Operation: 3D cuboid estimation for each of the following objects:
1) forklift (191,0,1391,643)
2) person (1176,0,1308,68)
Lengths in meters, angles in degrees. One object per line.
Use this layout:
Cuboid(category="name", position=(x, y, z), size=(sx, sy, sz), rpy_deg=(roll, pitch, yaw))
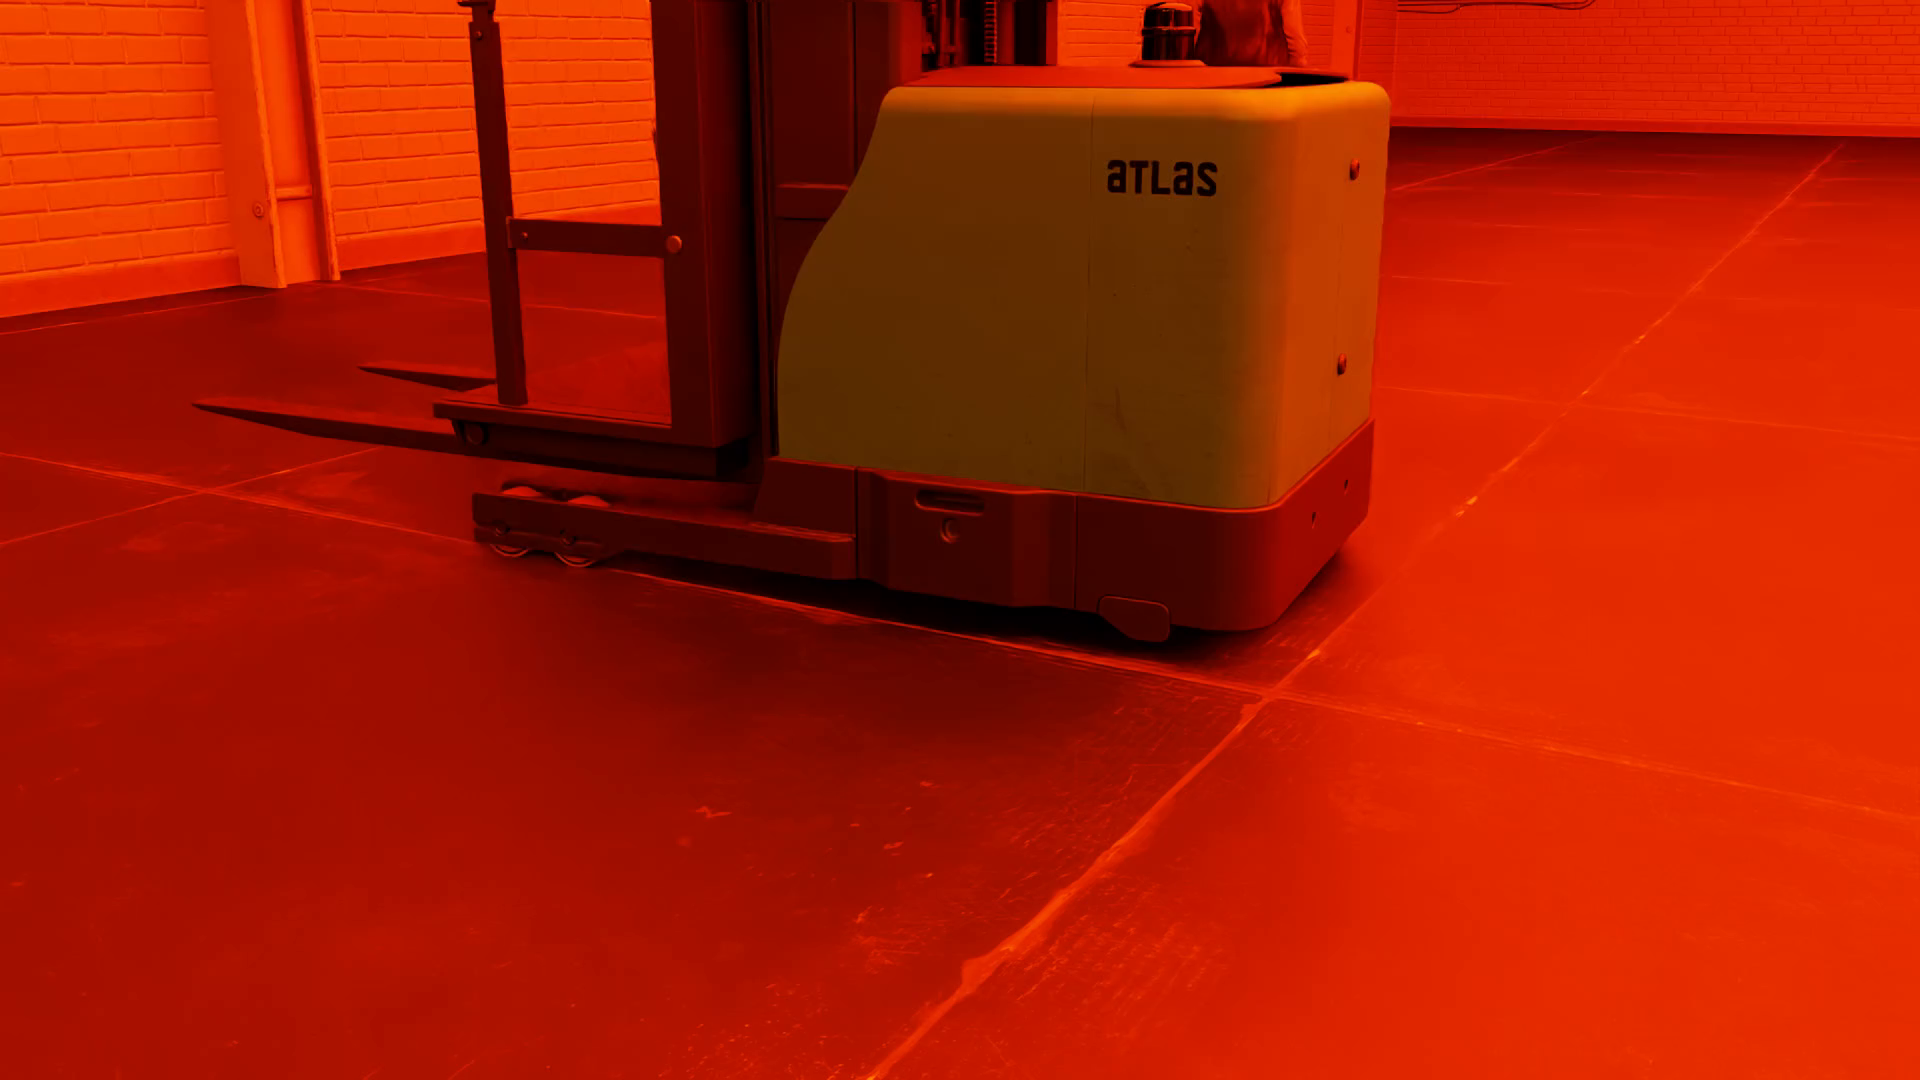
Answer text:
Cuboid(category="forklift", position=(-0.577, -1.467, 3.833), size=(3.031, 2.935, 1.130), rpy_deg=(8, 18, 24))
Cuboid(category="person", position=(1.176, -1.842, 7.245), size=(0.620, 1.727, 0.547), rpy_deg=(0, 16, -2))
